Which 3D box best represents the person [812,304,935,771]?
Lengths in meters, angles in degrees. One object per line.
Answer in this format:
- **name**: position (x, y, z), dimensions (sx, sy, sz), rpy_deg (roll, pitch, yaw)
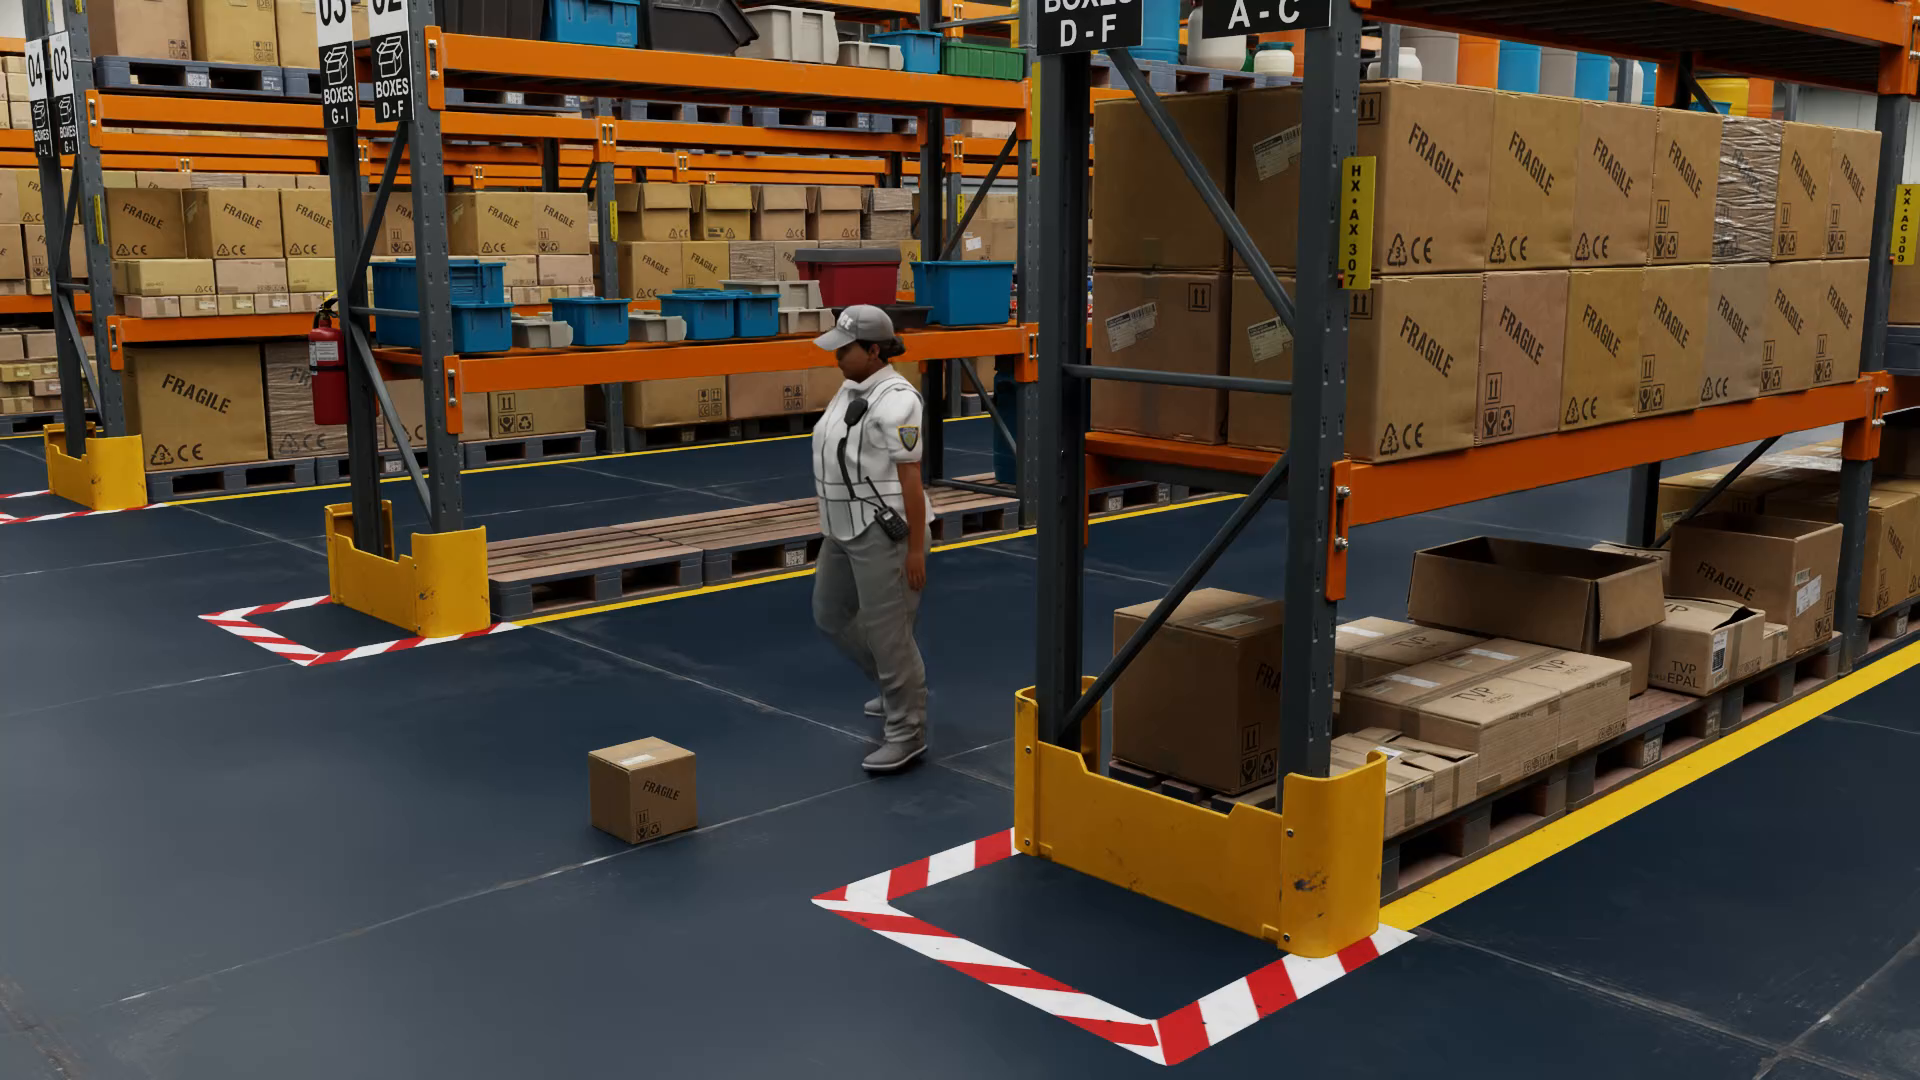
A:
- **person**: position (-0.300, -0.025, 6.010), dimensions (0.532, 1.656, 0.657), rpy_deg (-6, 12, -28)
